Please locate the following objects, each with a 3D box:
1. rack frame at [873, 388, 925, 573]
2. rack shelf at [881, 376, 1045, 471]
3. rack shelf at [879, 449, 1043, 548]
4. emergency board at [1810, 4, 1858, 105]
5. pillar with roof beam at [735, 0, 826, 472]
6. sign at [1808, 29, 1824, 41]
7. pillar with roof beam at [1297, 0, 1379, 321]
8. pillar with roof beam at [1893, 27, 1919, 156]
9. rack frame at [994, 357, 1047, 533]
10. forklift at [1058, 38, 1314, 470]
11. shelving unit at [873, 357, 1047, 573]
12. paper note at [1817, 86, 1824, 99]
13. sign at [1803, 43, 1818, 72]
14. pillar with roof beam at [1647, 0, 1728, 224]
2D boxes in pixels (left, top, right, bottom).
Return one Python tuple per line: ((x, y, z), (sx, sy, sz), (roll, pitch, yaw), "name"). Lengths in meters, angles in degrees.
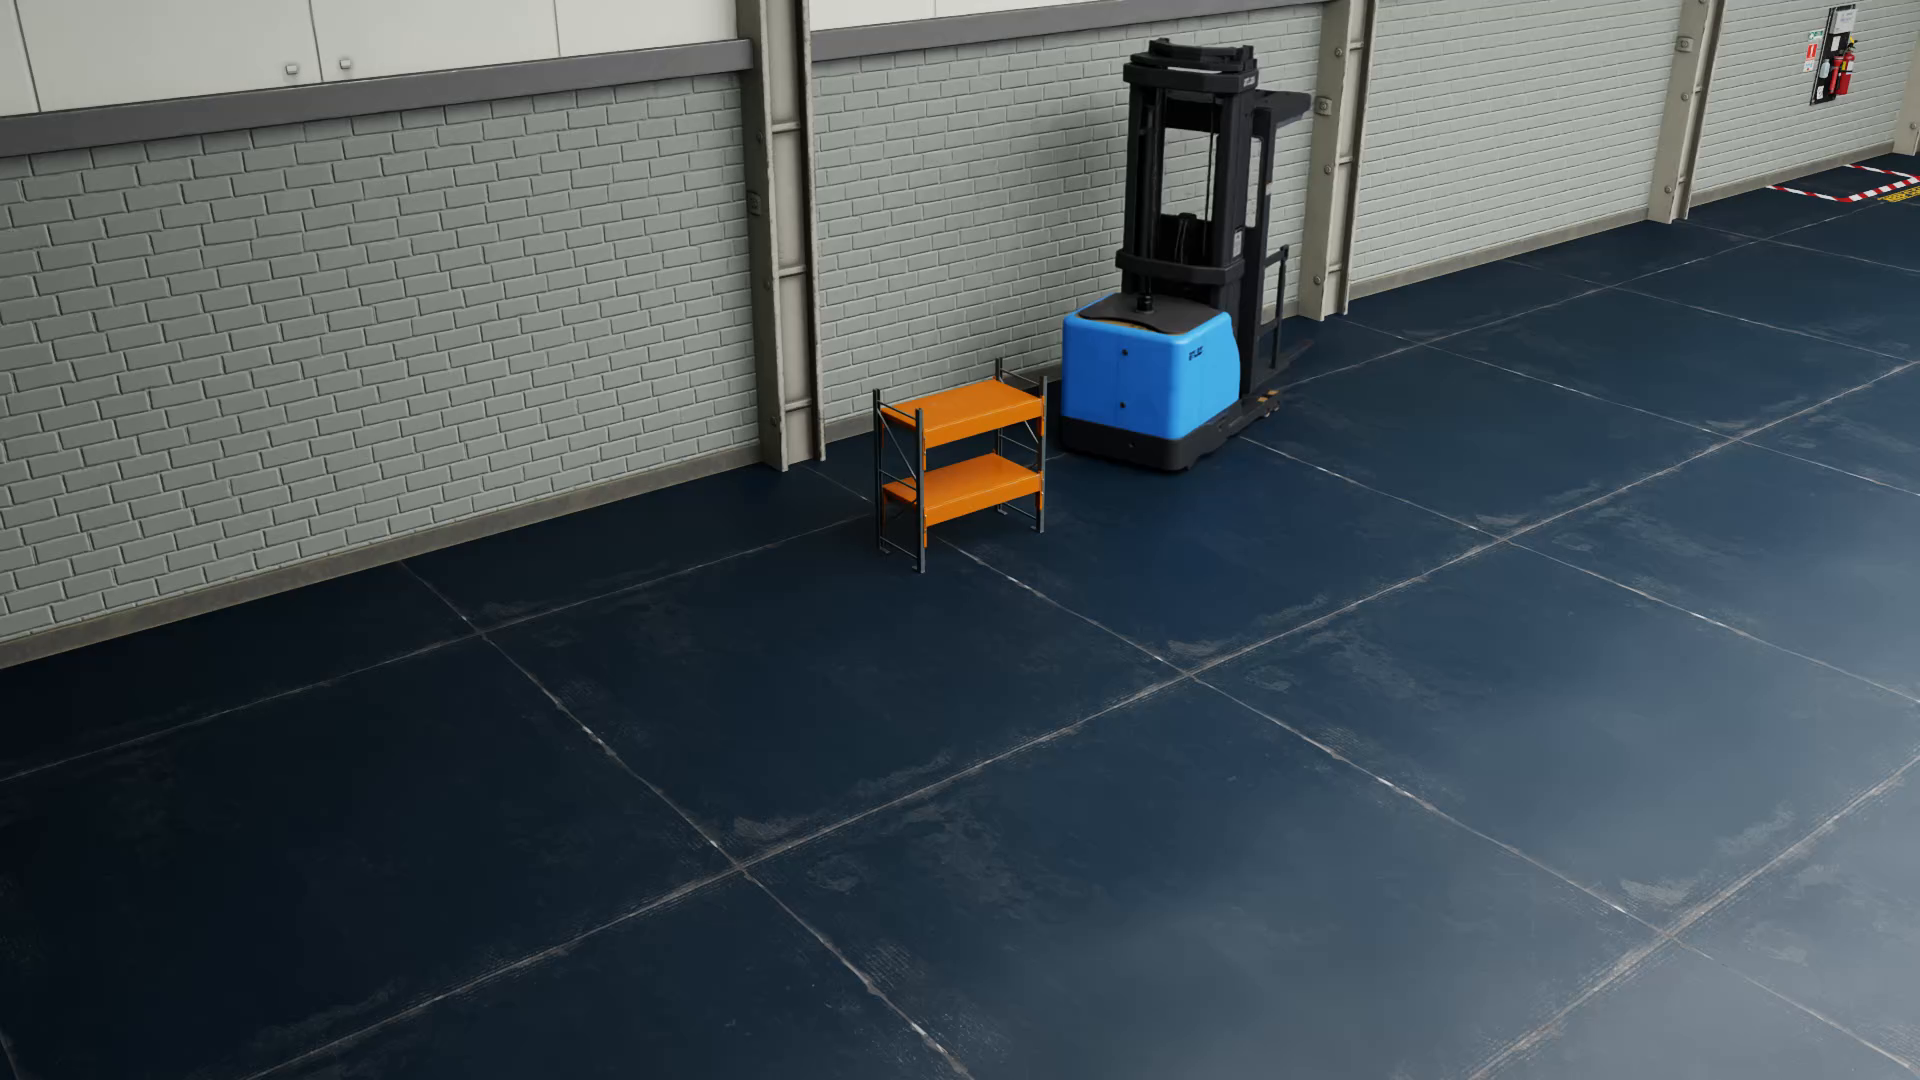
((-0.395, -0.380, 10.732), (0.032, 1.125, 0.500), (-18, 31, -34), "rack frame")
((0.005, -0.777, 10.894), (1.000, 0.278, 0.538), (-18, 31, -34), "rack shelf")
((0.005, -0.290, 11.120), (1.000, 0.278, 0.538), (-18, 31, -34), "rack shelf")
((10.936, -6.015, 20.648), (0.643, 1.169, 0.194), (-18, 31, -34), "emergency board")
((1.396, -3.264, 7.593), (0.400, 9.000, 9.100), (-18, 31, -34), "pillar with roof beam")
((10.446, -6.161, 20.289), (0.331, 0.109, 0.001), (-18, 31, -34), "sign")
((6.118, -4.822, 10.951), (0.400, 9.000, 9.100), (-18, 31, -34), "pillar with roof beam")
((15.561, -7.940, 17.668), (0.400, 9.000, 9.100), (-18, 31, -34), "pillar with roof beam")
((0.405, -0.644, 11.302), (0.032, 1.125, 0.500), (-18, 31, -34), "rack frame")
((1.972, -2.409, 12.960), (1.130, 2.935, 3.031), (15, 29, 30), "forklift")
((0.005, -0.512, 11.017), (1.048, 1.125, 0.538), (-18, 31, -34), "shelving unit")
((10.754, -5.593, 20.783), (0.142, 0.148, 0.016), (-18, 31, -34), "paper note")
((10.437, -5.922, 20.404), (0.234, 0.329, 0.001), (-18, 31, -34), "sign")
((10.839, -6.381, 14.310), (0.400, 9.000, 9.100), (-18, 31, -34), "pillar with roof beam")
